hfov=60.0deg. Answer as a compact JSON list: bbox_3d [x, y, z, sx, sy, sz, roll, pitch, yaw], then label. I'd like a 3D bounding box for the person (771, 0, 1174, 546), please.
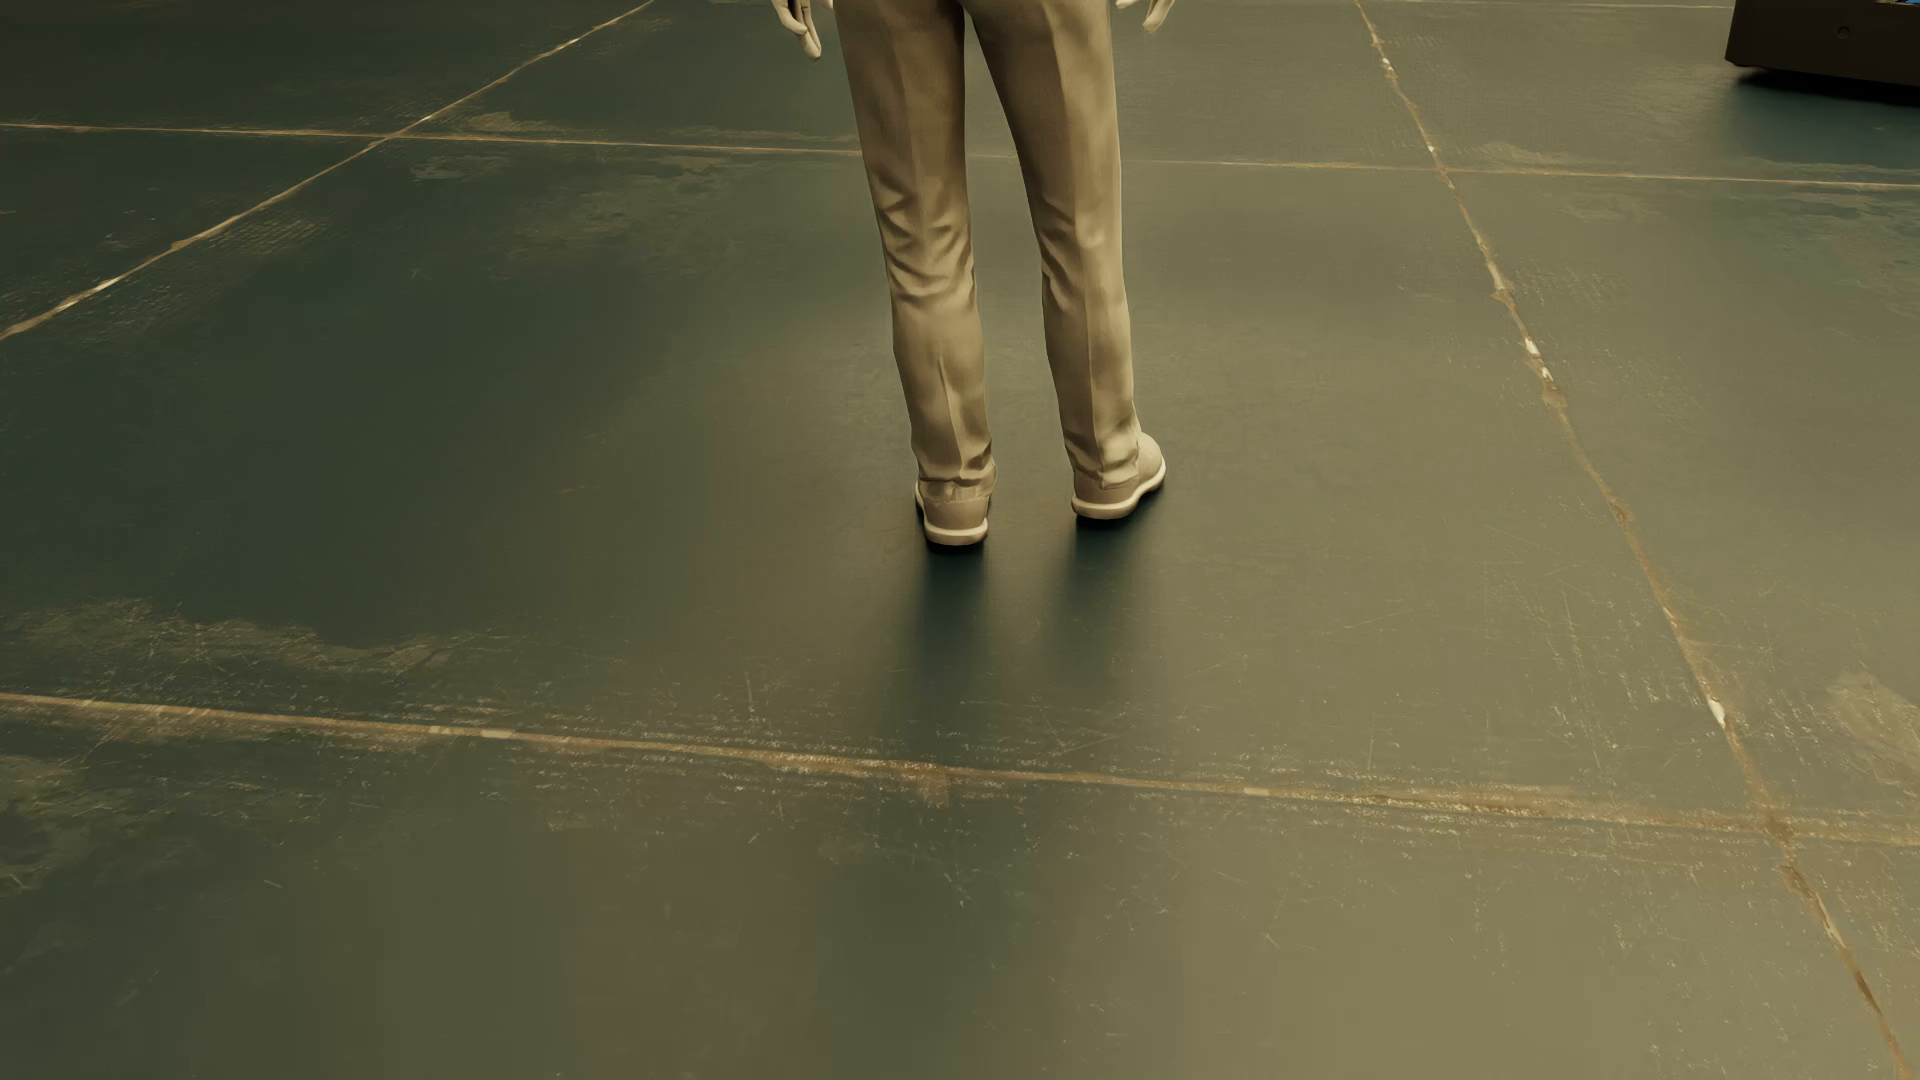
[{"bbox_3d":[0.016,-0.795,2.179,0.586,1.694,0.530,3,27,7],"label":"person"}]

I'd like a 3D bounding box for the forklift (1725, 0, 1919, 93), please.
[{"bbox_3d":[3.924,-3.173,5.578,1.130,2.935,3.031,23,34,38],"label":"forklift"}]
